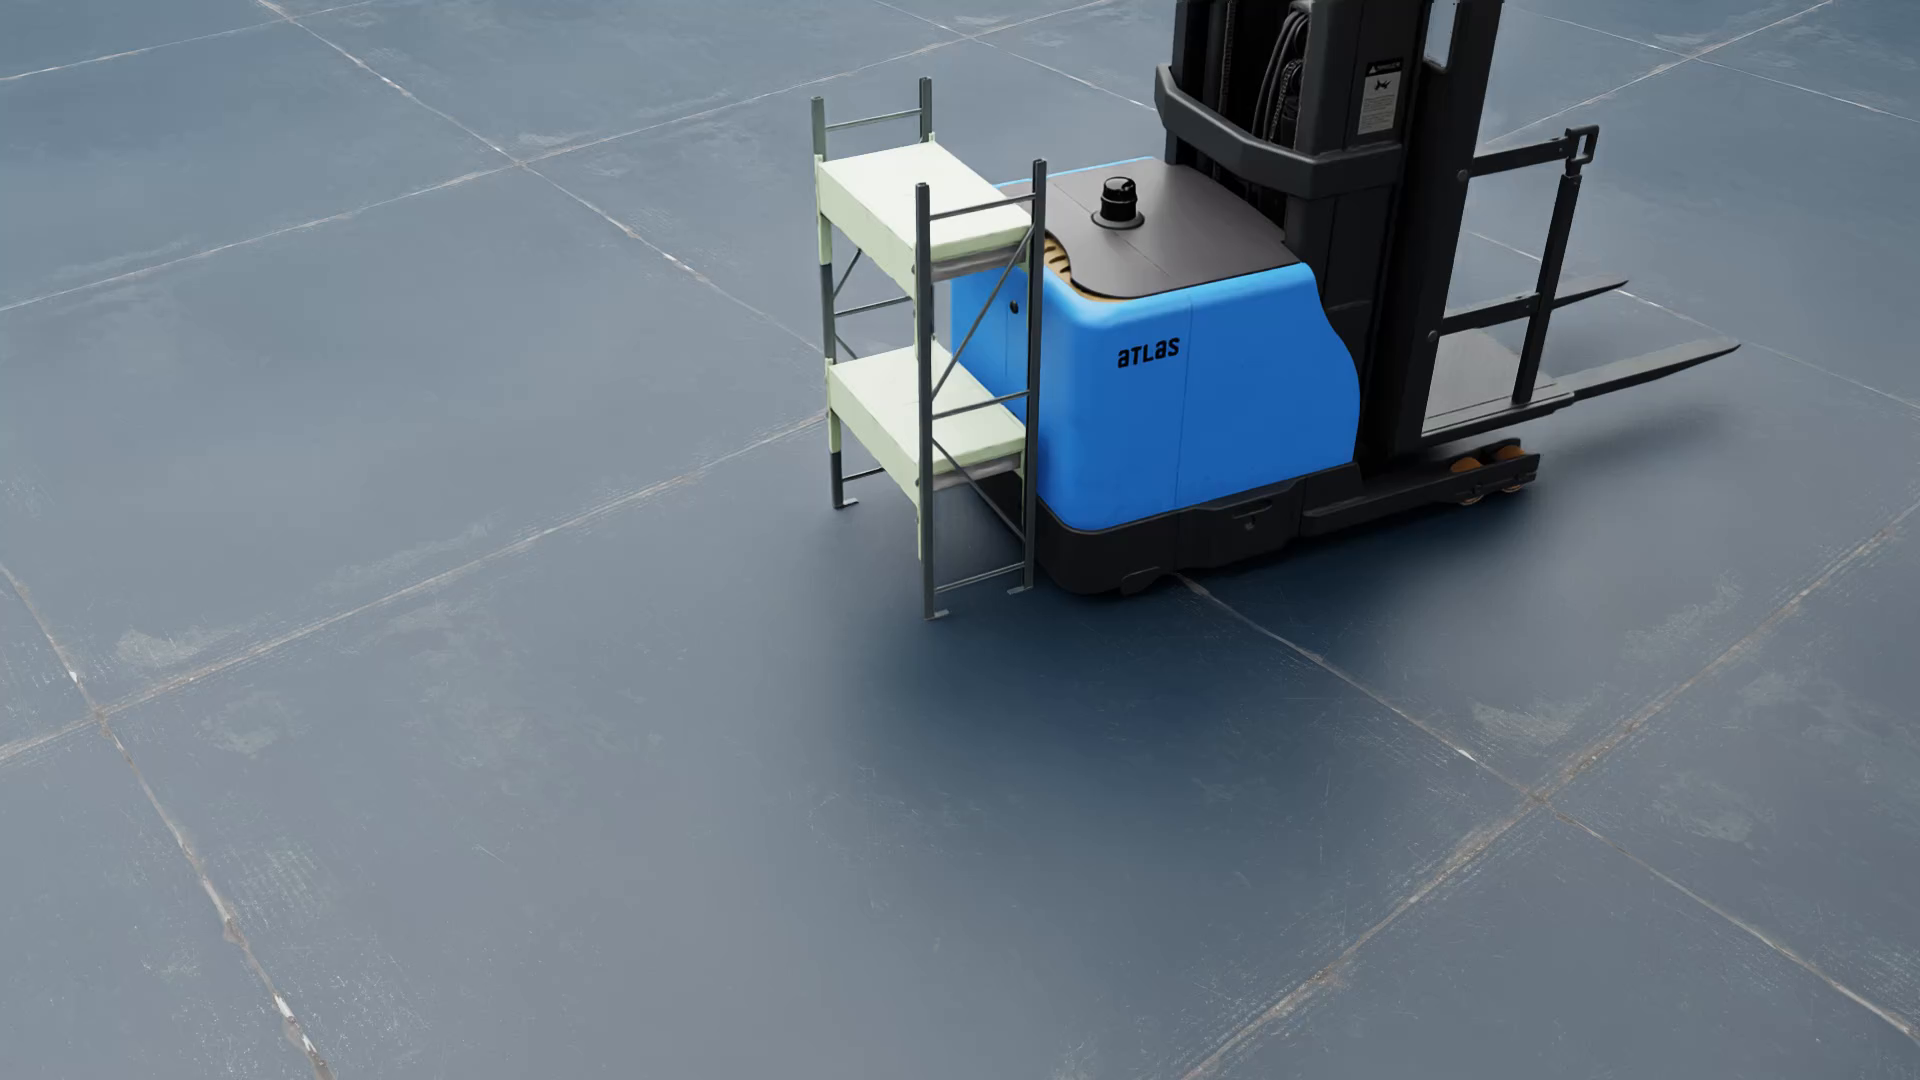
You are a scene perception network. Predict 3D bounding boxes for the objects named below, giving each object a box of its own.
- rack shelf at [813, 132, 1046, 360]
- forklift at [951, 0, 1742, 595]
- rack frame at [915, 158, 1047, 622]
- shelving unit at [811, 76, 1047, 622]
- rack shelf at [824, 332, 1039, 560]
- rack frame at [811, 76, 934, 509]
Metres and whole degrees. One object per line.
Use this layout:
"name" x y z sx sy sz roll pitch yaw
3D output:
"rack shelf" -0.105 -0.911 5.063 0.431 0.370 0.720 -16 38 -22
"forklift" 1.514 -1.583 5.449 3.031 2.935 1.130 -15 38 -20
"rack frame" 0.061 -0.404 5.022 0.400 1.500 0.023 -16 38 -22
"shelving unit" -0.105 -0.592 5.289 0.431 1.500 0.755 -16 38 -22
"rack shelf" -0.105 -0.326 5.477 0.431 0.370 0.720 -16 38 -22
"rack frame" -0.271 -0.781 5.555 0.400 1.500 0.023 -16 38 -22
